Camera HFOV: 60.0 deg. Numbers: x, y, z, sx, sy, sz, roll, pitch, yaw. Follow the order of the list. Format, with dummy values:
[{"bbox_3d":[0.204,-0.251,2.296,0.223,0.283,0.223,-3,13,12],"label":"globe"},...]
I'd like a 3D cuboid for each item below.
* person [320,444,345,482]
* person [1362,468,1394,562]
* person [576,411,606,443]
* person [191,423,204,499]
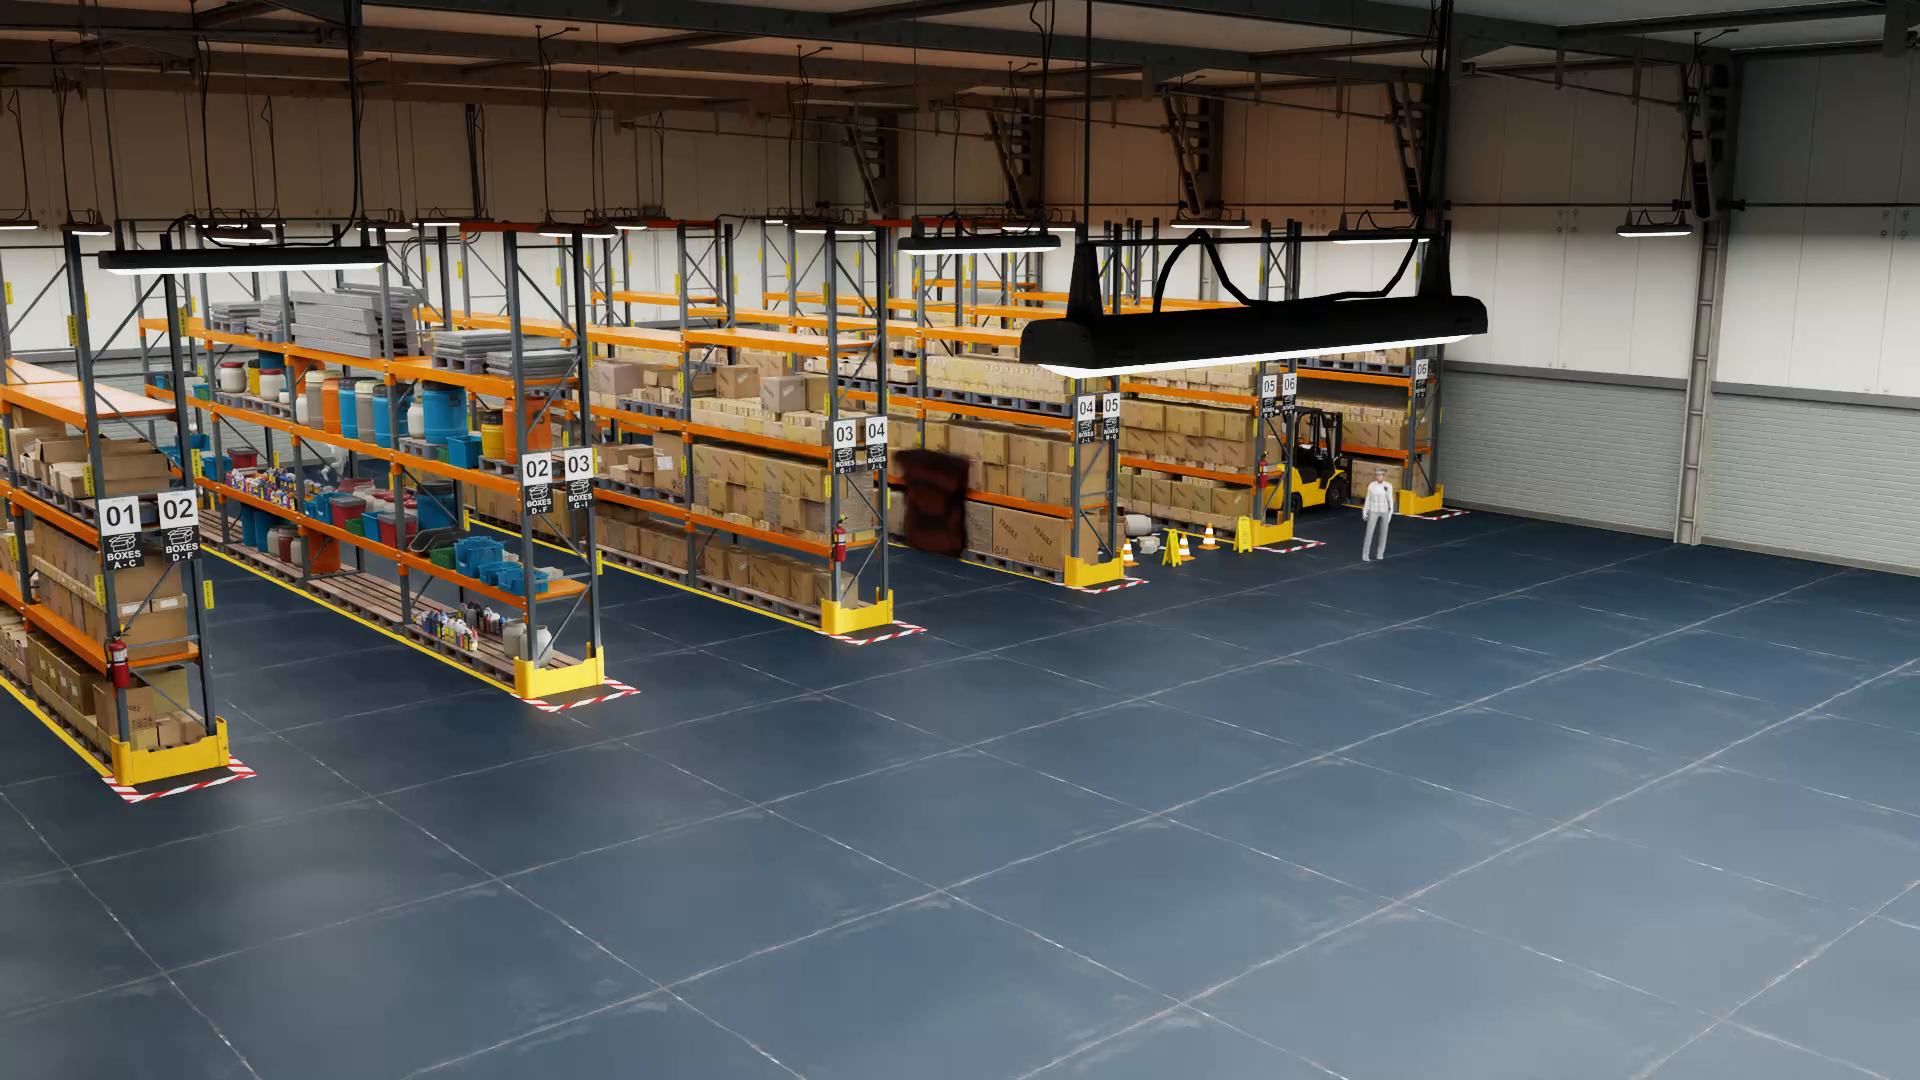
[{"bbox_3d":[-14.437,-2.146,38.263,0.638,1.646,0.490,-5,13,-24],"label":"person"},{"bbox_3d":[7.535,-0.468,29.989,0.523,1.696,0.554,4,12,18],"label":"person"},{"bbox_3d":[-9.783,-3.253,43.520,0.623,1.743,1.078,7,14,33],"label":"person"},{"bbox_3d":[-16.251,-1.594,35.236,0.641,1.757,0.559,-11,16,-43],"label":"person"}]
